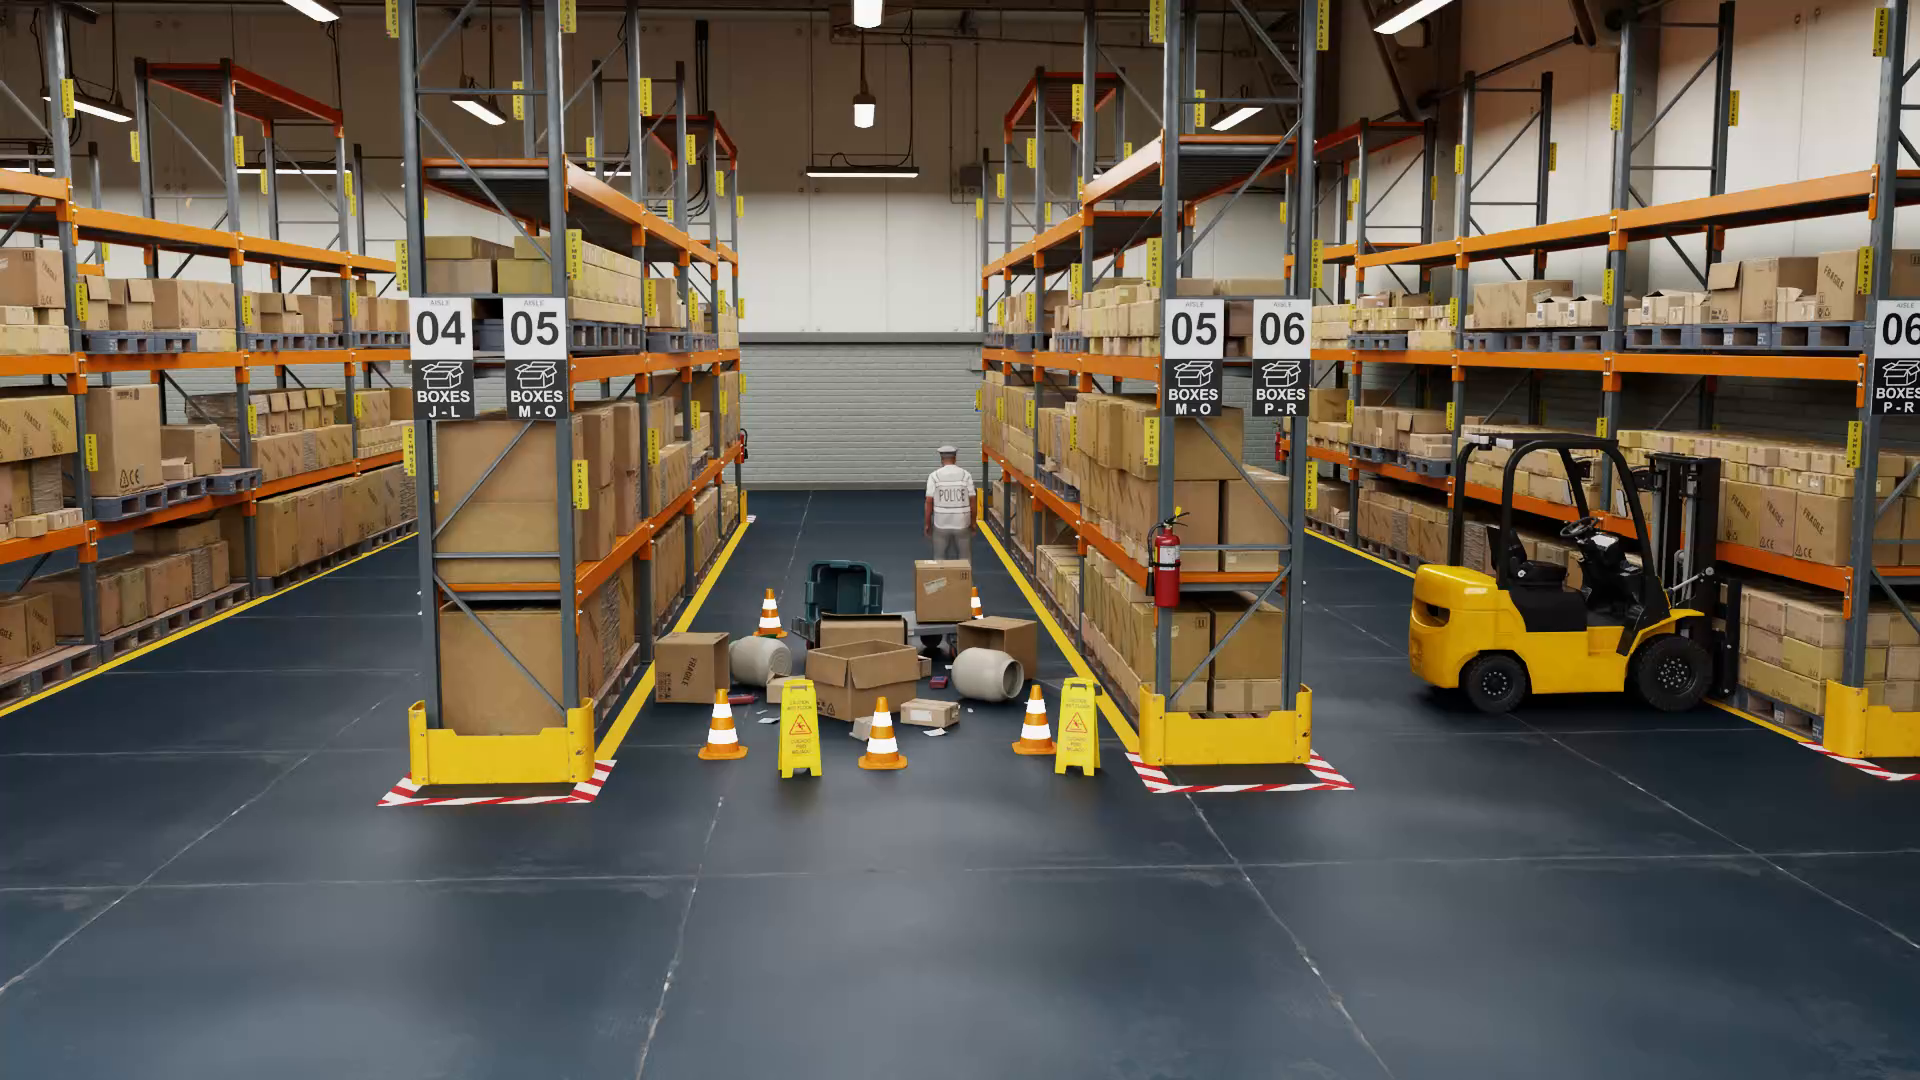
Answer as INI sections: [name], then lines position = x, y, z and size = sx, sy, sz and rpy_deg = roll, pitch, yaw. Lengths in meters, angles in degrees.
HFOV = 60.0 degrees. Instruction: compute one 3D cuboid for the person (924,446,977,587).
[person]
position = -0.098, -0.166, 18.597
size = 0.599, 1.748, 0.431
rpy_deg = -1, 7, -6
